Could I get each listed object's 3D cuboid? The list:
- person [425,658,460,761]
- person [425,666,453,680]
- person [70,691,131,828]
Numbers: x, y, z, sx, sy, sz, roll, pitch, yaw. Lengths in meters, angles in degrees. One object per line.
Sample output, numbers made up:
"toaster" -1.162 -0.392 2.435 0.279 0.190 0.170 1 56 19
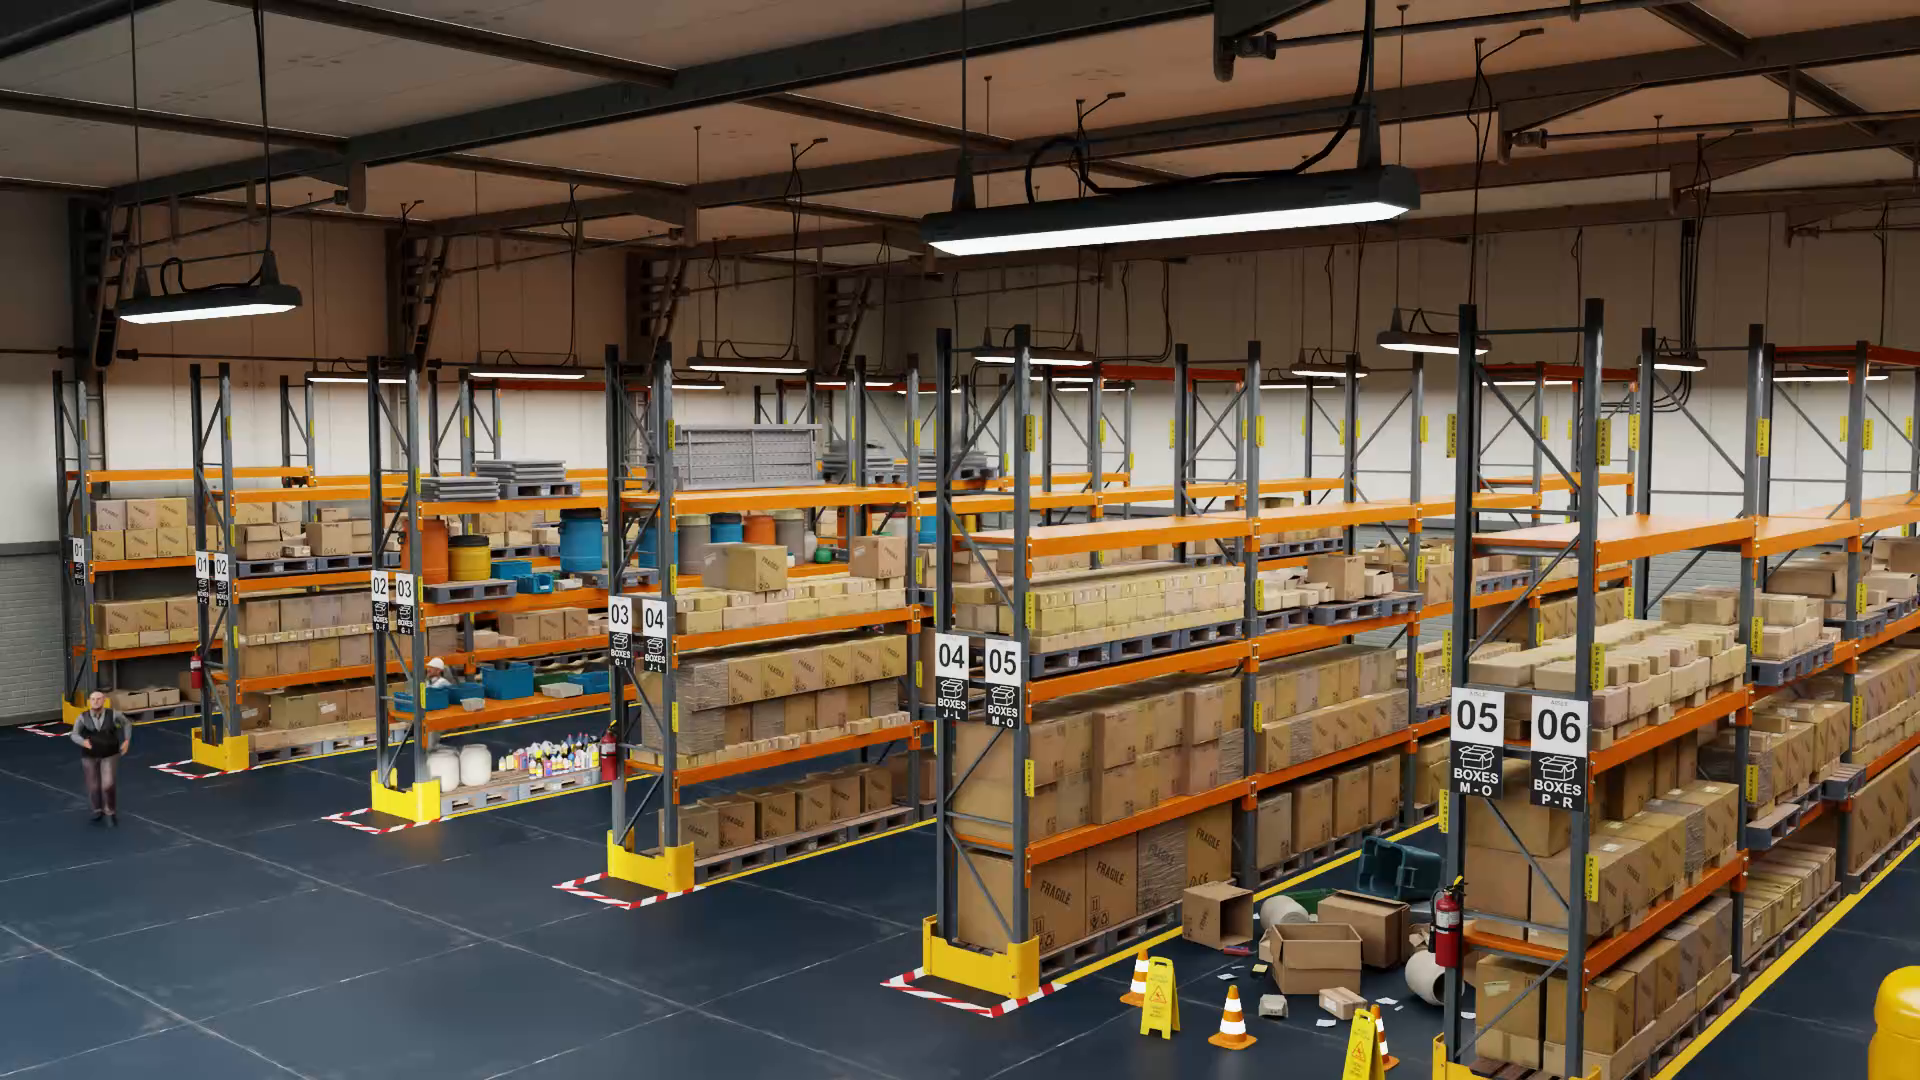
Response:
"person" -7.603 2.568 24.051 0.657 1.721 0.579 3 5 37
"person" -9.203 2.150 29.438 0.642 1.827 0.747 2 5 31
"person" -10.903 2.804 21.113 0.672 1.780 0.727 -2 4 -21
